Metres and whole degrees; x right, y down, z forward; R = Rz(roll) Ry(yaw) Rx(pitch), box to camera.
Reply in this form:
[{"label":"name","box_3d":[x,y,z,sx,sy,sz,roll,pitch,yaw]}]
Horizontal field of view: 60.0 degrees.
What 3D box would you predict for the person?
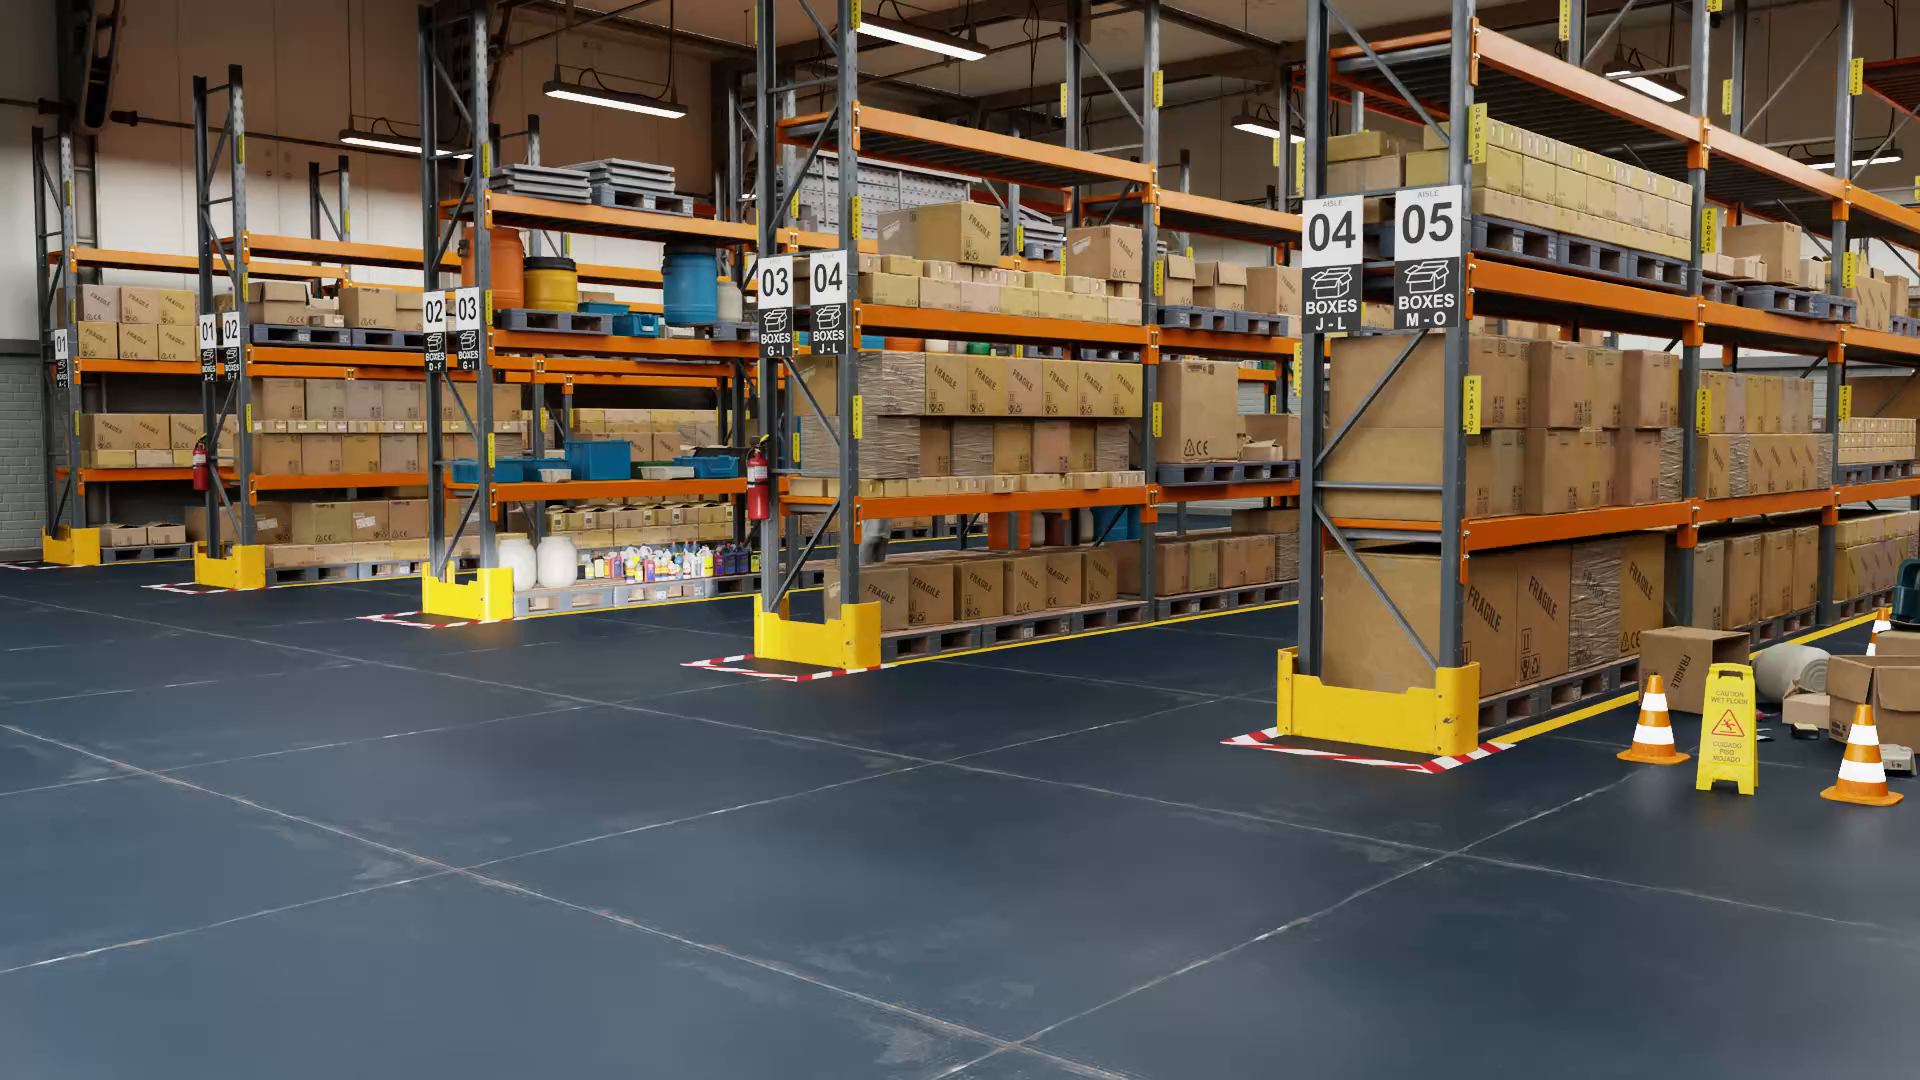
[{"label":"person","box_3d":[5.753,-2.721,23.531,24.293,6.000,19.901,3,5,38]}]
